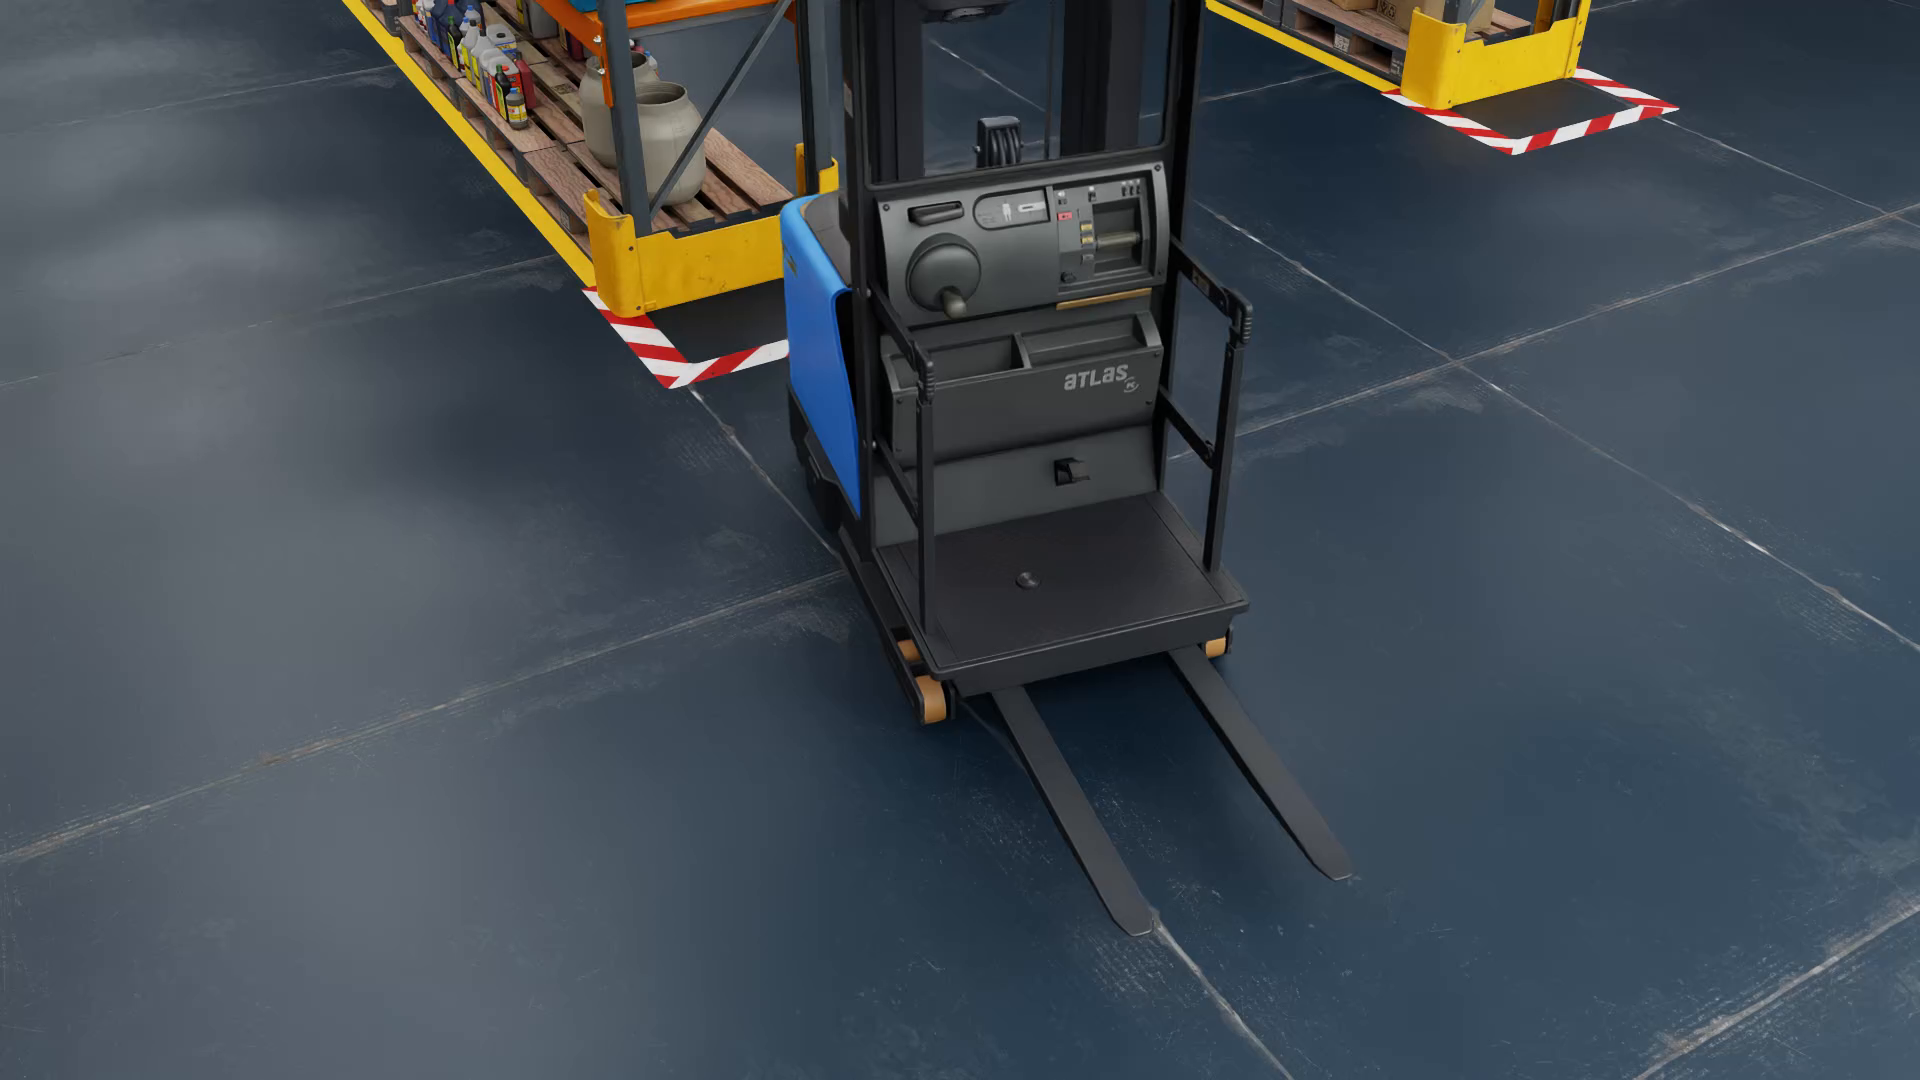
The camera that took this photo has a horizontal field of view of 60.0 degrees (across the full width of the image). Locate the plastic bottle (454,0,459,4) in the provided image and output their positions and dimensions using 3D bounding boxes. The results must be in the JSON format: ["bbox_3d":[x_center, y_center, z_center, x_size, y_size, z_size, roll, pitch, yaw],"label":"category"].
[{"bbox_3d":[-3.014,-3.157,9.959,0.061,0.283,0.133,-19,40,-24],"label":"plastic bottle"}]

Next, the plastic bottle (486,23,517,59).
[{"bbox_3d":[-2.603,-2.780,9.449,0.152,0.276,0.135,-19,40,-24],"label":"plastic bottle"}]

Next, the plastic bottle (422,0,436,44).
[{"bbox_3d":[-3.106,-3.122,9.917,0.152,0.276,0.135,-17,40,-22],"label":"plastic bottle"}]

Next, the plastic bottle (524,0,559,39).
[{"bbox_3d":[-2.519,-3.173,9.988,0.152,0.276,0.135,-19,40,-24],"label":"plastic bottle"}]

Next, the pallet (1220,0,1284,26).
[{"bbox_3d":[2.194,-3.880,11.383,1.003,0.211,1.213,-19,40,-24],"label":"pallet"}]

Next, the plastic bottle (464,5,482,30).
[{"bbox_3d":[-2.849,-2.996,9.750,0.097,0.271,0.097,0,36,0],"label":"plastic bottle"}]

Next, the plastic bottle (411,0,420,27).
[{"bbox_3d":[-3.292,-3.277,10.133,0.097,0.271,0.097,0,36,0],"label":"plastic bottle"}]

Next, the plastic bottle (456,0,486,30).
[{"bbox_3d":[-2.902,-3.109,9.837,0.144,0.351,0.185,-19,40,-24],"label":"plastic bottle"}]

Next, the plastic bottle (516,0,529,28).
[{"bbox_3d":[-2.625,-3.315,10.119,0.144,0.351,0.185,-19,40,-24],"label":"plastic bottle"}]

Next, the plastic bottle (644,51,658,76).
[{"bbox_3d":[-1.705,-2.546,9.133,0.097,0.271,0.097,0,36,0],"label":"plastic bottle"}]

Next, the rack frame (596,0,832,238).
[{"bbox_3d":[-1.064,-2.453,7.066,1.000,3.000,0.127,-19,40,-24],"label":"rack frame"}]

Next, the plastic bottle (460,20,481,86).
[{"bbox_3d":[-2.718,-2.754,9.350,0.144,0.351,0.185,-19,40,-24],"label":"plastic bottle"}]

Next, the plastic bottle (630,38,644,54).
[{"bbox_3d":[-1.803,-2.672,9.295,0.061,0.283,0.133,-18,40,-23],"label":"plastic bottle"}]

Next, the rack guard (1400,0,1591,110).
[{"bbox_3d":[3.181,-2.950,9.866,1.175,0.500,0.348,-19,40,-24],"label":"rack guard"}]

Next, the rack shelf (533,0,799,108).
[{"bbox_3d":[-2.068,-3.183,8.675,1.077,0.370,4.000,-19,40,-24],"label":"rack shelf"}]

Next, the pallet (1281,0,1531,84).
[{"bbox_3d":[2.803,-3.258,10.532,1.003,0.211,1.213,-19,40,-24],"label":"pallet"}]

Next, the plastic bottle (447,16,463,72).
[{"bbox_3d":[-2.885,-2.847,9.534,0.061,0.283,0.133,-17,39,-22],"label":"plastic bottle"}]

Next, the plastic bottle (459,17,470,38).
[{"bbox_3d":[-2.825,-2.874,9.582,0.097,0.271,0.097,0,36,0],"label":"plastic bottle"}]

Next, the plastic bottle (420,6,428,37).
[{"bbox_3d":[-3.190,-3.145,10.012,0.097,0.201,0.097,0,36,0],"label":"plastic bottle"}]

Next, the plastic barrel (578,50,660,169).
[{"bbox_3d":[-1.712,-2.187,8.454,0.421,0.512,0.421,0,36,0],"label":"plastic barrel"}]

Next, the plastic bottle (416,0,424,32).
[{"bbox_3d":[-3.241,-3.197,10.083,0.097,0.201,0.097,0,36,0],"label":"plastic bottle"}]

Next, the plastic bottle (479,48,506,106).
[{"bbox_3d":[-2.538,-2.545,9.128,0.152,0.276,0.135,-20,41,-25],"label":"plastic bottle"}]

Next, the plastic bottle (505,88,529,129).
[{"bbox_3d":[-2.365,-2.308,8.866,0.097,0.201,0.097,0,36,0],"label":"plastic bottle"}]

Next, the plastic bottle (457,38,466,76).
[{"bbox_3d":[-2.810,-2.759,9.483,0.097,0.201,0.097,0,36,0],"label":"plastic bottle"}]

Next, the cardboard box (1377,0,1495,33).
[{"bbox_3d":[2.920,-3.405,10.132,0.500,0.500,0.500,-12,38,-16],"label":"cardboard box"}]

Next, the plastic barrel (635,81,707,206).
[{"bbox_3d":[-1.460,-1.931,8.104,0.421,0.512,0.421,0,36,0],"label":"plastic barrel"}]

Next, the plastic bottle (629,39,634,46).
[{"bbox_3d":[-1.877,-2.721,9.372,0.097,0.271,0.097,0,36,0],"label":"plastic bottle"}]

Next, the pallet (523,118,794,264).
[{"bbox_3d":[-1.546,-1.768,8.492,1.003,0.211,1.213,-19,40,-24],"label":"pallet"}]

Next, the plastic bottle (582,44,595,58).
[{"bbox_3d":[-2.163,-2.981,9.725,0.152,0.276,0.135,-18,40,-23],"label":"plastic bottle"}]

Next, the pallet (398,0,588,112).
[{"bbox_3d":[-2.772,-3.012,10.195,1.003,0.211,1.213,-19,40,-24],"label":"pallet"}]

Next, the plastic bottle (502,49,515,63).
[{"bbox_3d":[-2.542,-2.656,9.343,0.097,0.201,0.097,0,36,0],"label":"plastic bottle"}]

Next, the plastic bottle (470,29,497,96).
[{"bbox_3d":[-2.625,-2.659,9.220,0.144,0.351,0.185,-17,40,-22],"label":"plastic bottle"}]

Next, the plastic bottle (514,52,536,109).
[{"bbox_3d":[-2.376,-2.509,9.072,0.061,0.283,0.133,-19,40,-24],"label":"plastic bottle"}]

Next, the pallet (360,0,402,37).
[{"bbox_3d":[-3.501,-3.756,11.214,1.003,0.211,1.213,-19,40,-24],"label":"pallet"}]

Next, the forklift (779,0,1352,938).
[{"bbox_3d":[0.277,-0.855,4.936,1.130,2.935,3.031,-12,38,-15],"label":"forklift"}]

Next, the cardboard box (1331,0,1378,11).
[{"bbox_3d":[2.590,-3.699,10.535,0.500,0.500,0.500,-9,37,-12],"label":"cardboard box"}]

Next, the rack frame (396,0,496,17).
[{"bbox_3d":[-3.073,-4.493,9.859,1.000,3.000,0.127,-19,40,-24],"label":"rack frame"}]

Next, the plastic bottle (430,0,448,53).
[{"bbox_3d":[-3.026,-3.067,9.778,0.144,0.351,0.185,-18,40,-23],"label":"plastic bottle"}]

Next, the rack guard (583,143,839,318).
[{"bbox_3d":[-1.142,-1.469,7.837,1.175,0.500,0.348,-19,40,-24],"label":"rack guard"}]

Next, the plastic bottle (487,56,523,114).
[{"bbox_3d":[-2.468,-2.474,9.031,0.152,0.276,0.135,-19,40,-24],"label":"plastic bottle"}]

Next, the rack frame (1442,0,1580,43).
[{"bbox_3d":[3.219,-3.921,9.075,1.000,3.000,0.127,-19,40,-24],"label":"rack frame"}]

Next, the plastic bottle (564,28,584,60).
[{"bbox_3d":[-2.255,-2.952,9.679,0.061,0.283,0.133,-19,40,-24],"label":"plastic bottle"}]

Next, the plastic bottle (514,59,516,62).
[{"bbox_3d":[-2.439,-2.562,9.214,0.097,0.201,0.097,0,36,0],"label":"plastic bottle"}]

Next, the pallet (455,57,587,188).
[{"bbox_3d":[-2.155,-2.389,9.343,1.003,0.211,1.213,-19,40,-24],"label":"pallet"}]

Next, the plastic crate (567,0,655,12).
[{"bbox_3d":[-1.574,-2.560,7.338,0.499,0.251,0.616,-19,40,-24],"label":"plastic crate"}]

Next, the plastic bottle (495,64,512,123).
[{"bbox_3d":[-2.440,-2.395,8.916,0.061,0.283,0.133,-18,40,-23],"label":"plastic bottle"}]

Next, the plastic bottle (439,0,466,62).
[{"bbox_3d":[-2.932,-2.970,9.647,0.144,0.351,0.185,-21,41,-26],"label":"plastic bottle"}]

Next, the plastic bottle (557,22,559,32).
[{"bbox_3d":[-2.404,-3.260,10.044,0.144,0.351,0.185,-21,41,-26],"label":"plastic bottle"}]

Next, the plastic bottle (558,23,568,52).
[{"bbox_3d":[-2.317,-3.025,9.778,0.061,0.283,0.133,-19,40,-24],"label":"plastic bottle"}]
